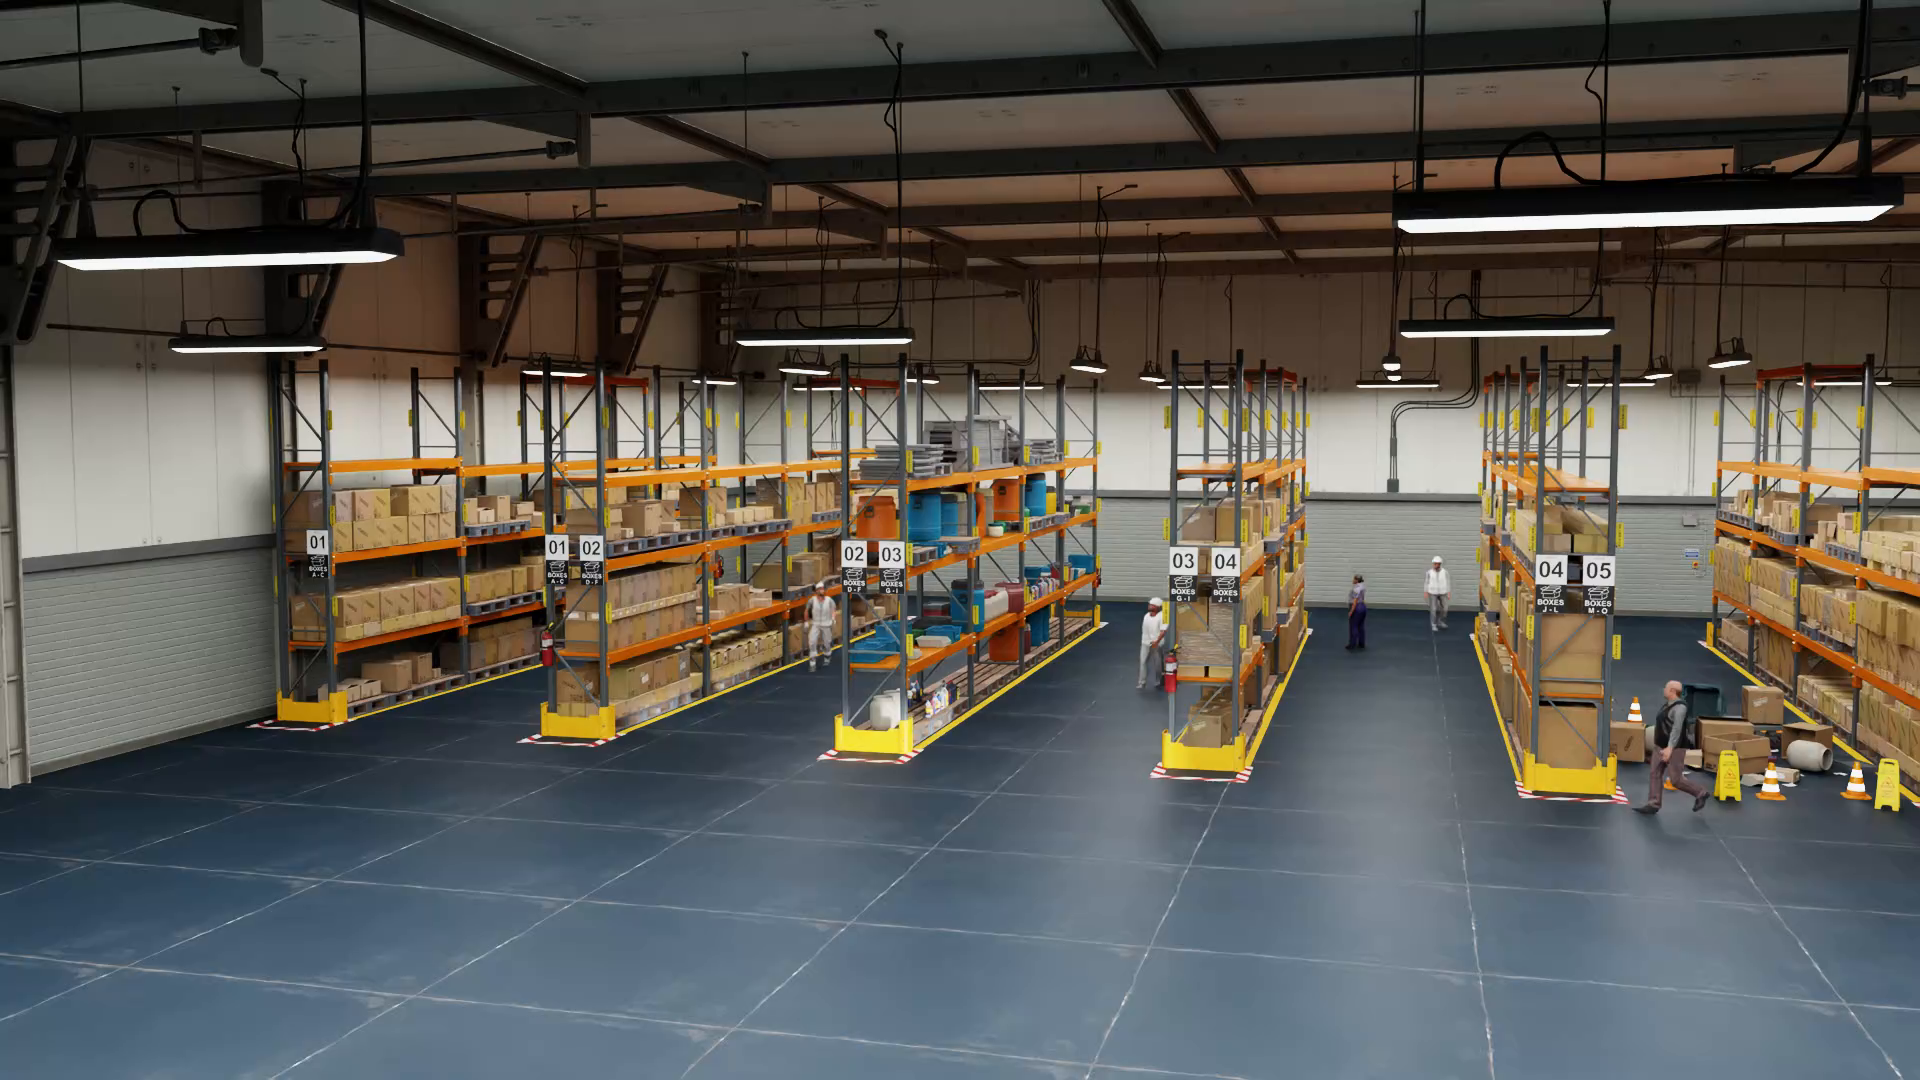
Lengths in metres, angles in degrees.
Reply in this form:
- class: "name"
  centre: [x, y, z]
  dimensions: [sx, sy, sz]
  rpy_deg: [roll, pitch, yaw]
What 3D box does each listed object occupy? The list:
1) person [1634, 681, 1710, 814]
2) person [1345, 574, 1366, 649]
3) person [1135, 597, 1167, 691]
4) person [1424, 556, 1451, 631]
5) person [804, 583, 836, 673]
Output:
- class: "person"
  centre: [9.046, 2.636, 21.075]
  dimensions: [0.849, 1.704, 0.494]
  rpy_deg: [-1, 4, -10]
- class: "person"
  centre: [8.676, 1.564, 36.410]
  dimensions: [0.397, 1.662, 0.550]
  rpy_deg: [3, 5, 32]
- class: "person"
  centre: [3.569, 1.912, 30.663]
  dimensions: [0.506, 1.694, 1.082]
  rpy_deg: [1, 4, 20]
- class: "person"
  centre: [11.377, 1.274, 39.648]
  dimensions: [0.604, 1.781, 0.433]
  rpy_deg: [0, 4, 5]
- class: "person"
  centre: [-2.777, 1.756, 33.332]
  dimensions: [0.748, 1.812, 0.876]
  rpy_deg: [1, 4, 15]
